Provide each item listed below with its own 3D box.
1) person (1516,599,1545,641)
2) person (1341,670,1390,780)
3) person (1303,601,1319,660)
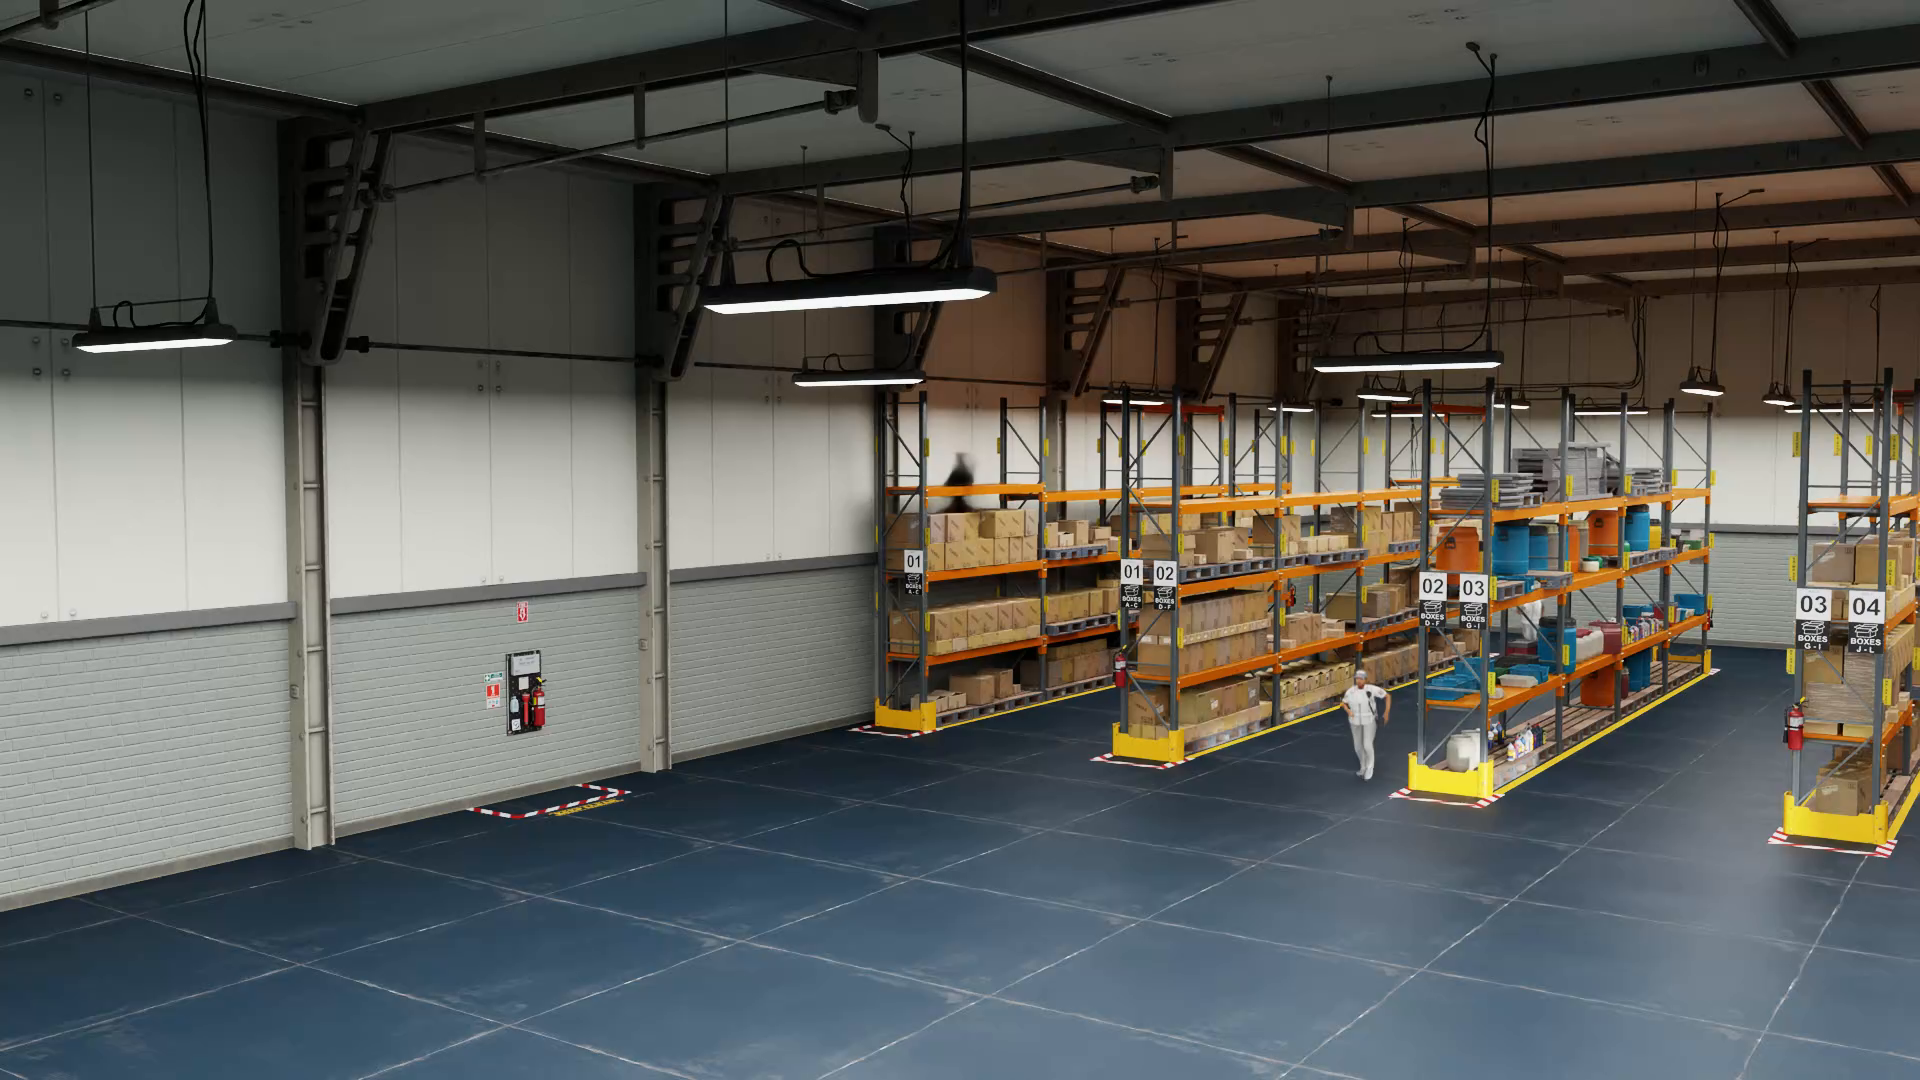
[{"bbox_3d":[13.245,1.985,38.602,0.657,1.849,0.768,1,3,13],"label":"person"},{"bbox_3d":[6.098,2.780,25.079,0.713,1.658,0.673,2,4,28],"label":"person"},{"bbox_3d":[7.788,2.142,36.657,0.591,1.655,0.796,3,4,40],"label":"person"}]
